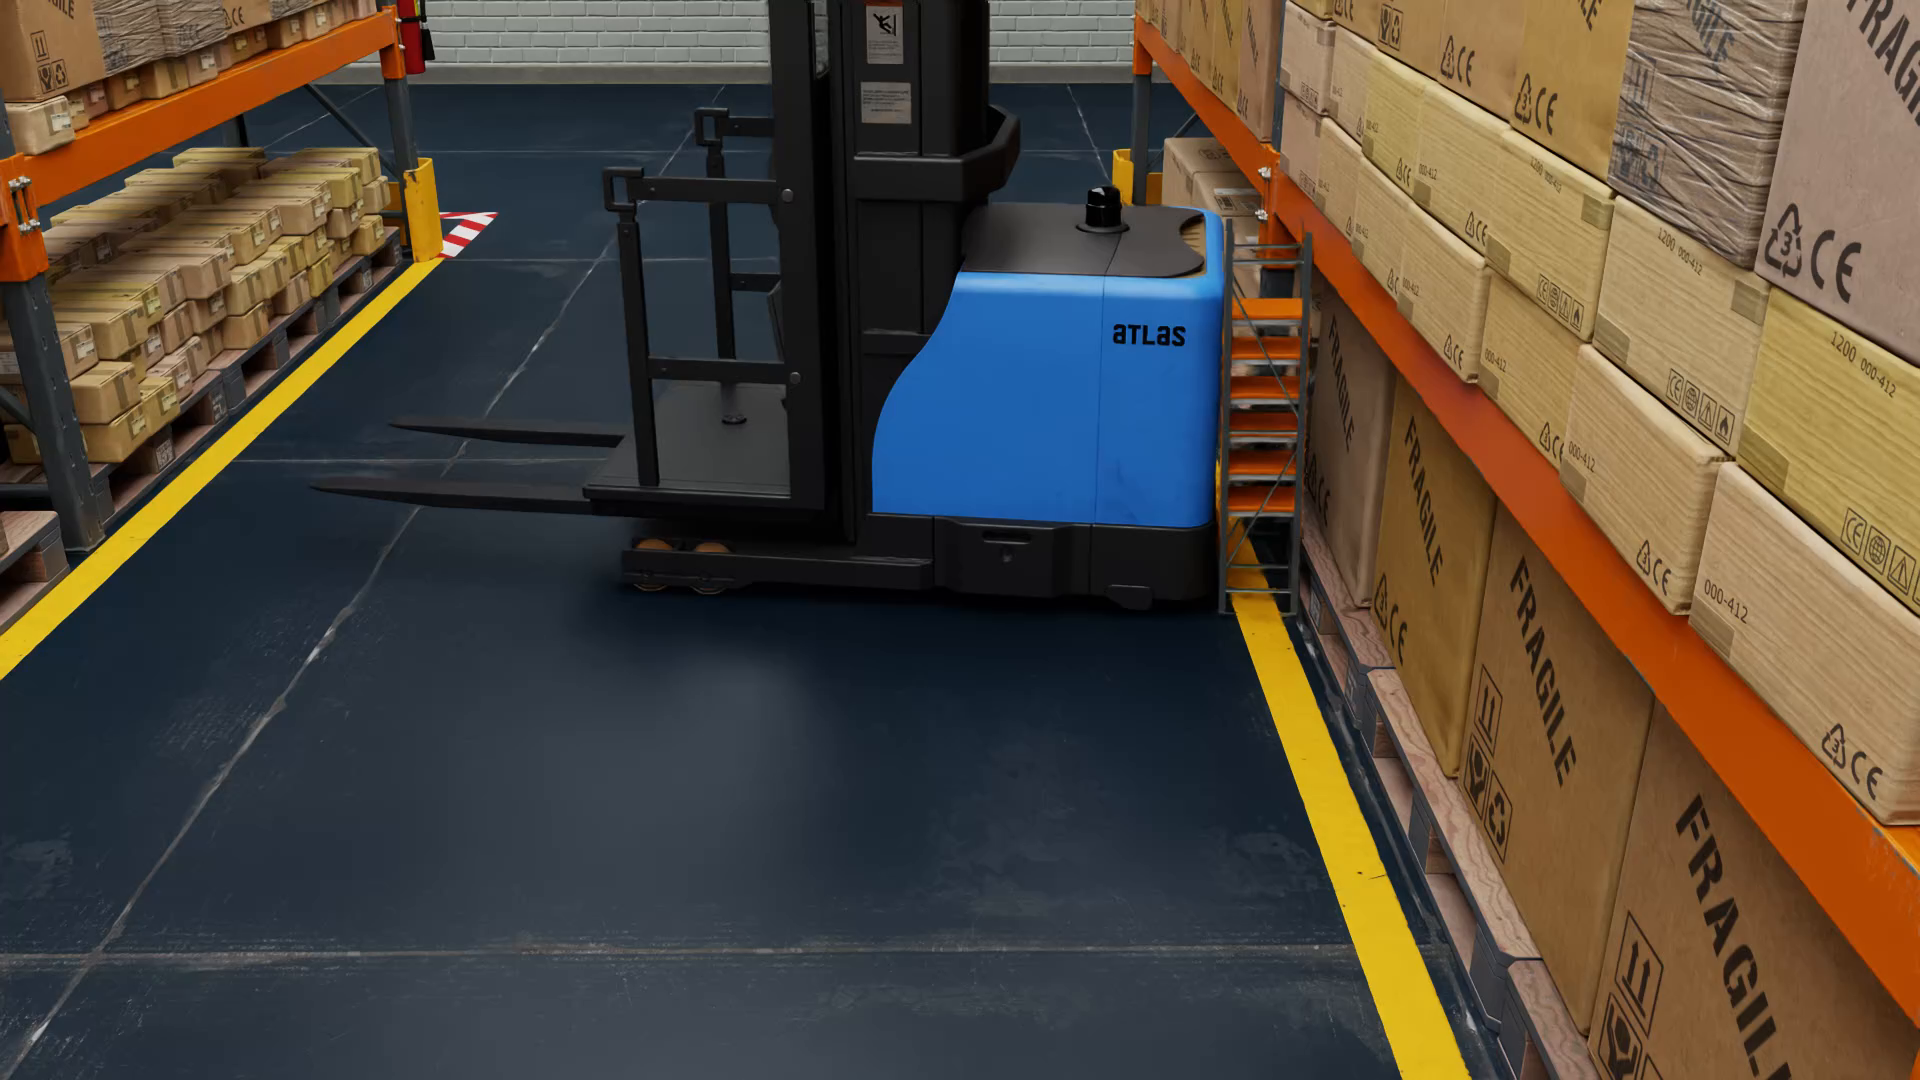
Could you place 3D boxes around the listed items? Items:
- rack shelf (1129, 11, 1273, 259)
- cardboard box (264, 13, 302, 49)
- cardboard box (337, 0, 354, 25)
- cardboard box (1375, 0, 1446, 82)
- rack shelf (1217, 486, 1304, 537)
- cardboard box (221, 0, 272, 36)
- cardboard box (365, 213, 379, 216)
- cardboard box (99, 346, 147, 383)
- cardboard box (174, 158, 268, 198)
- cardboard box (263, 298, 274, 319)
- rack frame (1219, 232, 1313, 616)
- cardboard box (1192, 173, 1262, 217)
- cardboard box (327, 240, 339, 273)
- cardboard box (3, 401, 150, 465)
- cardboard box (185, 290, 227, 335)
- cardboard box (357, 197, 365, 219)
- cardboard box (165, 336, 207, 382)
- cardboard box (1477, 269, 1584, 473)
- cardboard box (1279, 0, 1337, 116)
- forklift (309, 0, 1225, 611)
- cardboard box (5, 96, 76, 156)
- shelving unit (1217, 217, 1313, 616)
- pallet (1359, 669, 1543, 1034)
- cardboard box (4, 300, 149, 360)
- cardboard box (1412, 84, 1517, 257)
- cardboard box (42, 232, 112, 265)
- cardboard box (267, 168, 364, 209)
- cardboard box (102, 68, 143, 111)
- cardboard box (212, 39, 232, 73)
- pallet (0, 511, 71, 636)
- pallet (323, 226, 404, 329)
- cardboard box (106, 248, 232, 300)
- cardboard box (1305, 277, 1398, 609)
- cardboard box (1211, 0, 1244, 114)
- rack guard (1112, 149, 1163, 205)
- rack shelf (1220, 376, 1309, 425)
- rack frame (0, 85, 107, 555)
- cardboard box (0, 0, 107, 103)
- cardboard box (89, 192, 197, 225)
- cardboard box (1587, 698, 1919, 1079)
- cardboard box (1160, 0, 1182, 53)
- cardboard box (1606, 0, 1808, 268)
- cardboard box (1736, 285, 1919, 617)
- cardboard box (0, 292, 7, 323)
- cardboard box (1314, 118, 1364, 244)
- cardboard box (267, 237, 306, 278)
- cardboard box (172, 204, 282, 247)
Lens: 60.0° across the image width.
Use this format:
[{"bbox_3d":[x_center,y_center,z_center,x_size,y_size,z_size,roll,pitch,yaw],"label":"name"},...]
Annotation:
[{"bbox_3d":[1.475,-1.901,7.186,1.077,0.370,4.000,0,24,-1],"label":"rack shelf"},{"bbox_3d":[-3.226,-2.322,7.548,0.380,0.149,0.250,-1,24,-3],"label":"cardboard box"},{"bbox_3d":[-3.244,-2.639,8.249,0.380,0.149,0.250,0,24,-1],"label":"cardboard box"},{"bbox_3d":[1.251,-1.307,3.665,0.500,0.500,0.500,-1,24,-2],"label":"cardboard box"},{"bbox_3d":[0.924,-0.093,5.122,0.258,0.103,0.180,1,24,8],"label":"rack shelf"},{"bbox_3d":[-3.222,-2.359,6.844,0.500,0.500,0.500,1,24,2],"label":"cardboard box"},{"bbox_3d":[-3.281,-1.665,8.742,0.380,0.149,0.250,0,24,0],"label":"cardboard box"},{"bbox_3d":[-3.228,-0.623,6.077,0.380,0.149,0.250,0,24,0],"label":"cardboard box"},{"bbox_3d":[-3.706,-1.822,8.366,0.380,0.149,0.250,0,24,0],"label":"cardboard box"},{"bbox_3d":[-3.268,-1.027,7.330,0.380,0.149,0.250,0,24,1],"label":"cardboard box"},{"bbox_3d":[0.899,-0.317,4.926,0.240,1.200,0.006,1,24,8],"label":"rack frame"},{"bbox_3d":[1.579,-1.428,7.867,0.875,0.438,0.875,0,24,1],"label":"cardboard box"},{"bbox_3d":[-3.244,-1.349,8.042,0.380,0.149,0.250,0,24,0],"label":"cardboard box"},{"bbox_3d":[-3.134,-0.384,5.910,0.380,0.149,0.250,-1,24,-3],"label":"cardboard box"},{"bbox_3d":[-3.246,-0.948,6.795,0.380,0.149,0.250,1,24,2],"label":"cardboard box"},{"bbox_3d":[-3.255,-1.693,8.441,0.380,0.149,0.250,-1,24,-2],"label":"cardboard box"},{"bbox_3d":[-3.244,-0.701,6.609,0.380,0.149,0.250,-1,24,-2],"label":"cardboard box"},{"bbox_3d":[1.265,-0.313,2.984,0.500,0.250,0.500,0,24,-1],"label":"cardboard box"},{"bbox_3d":[1.220,-1.381,4.740,0.500,0.250,0.500,-1,24,-2],"label":"cardboard box"},{"bbox_3d":[-0.657,-1.370,5.223,3.031,2.935,1.130,3,25,7],"label":"forklift"},{"bbox_3d":[-3.127,-1.344,5.387,0.380,0.149,0.250,1,24,1],"label":"cardboard box"},{"bbox_3d":[0.911,-0.354,5.009,0.258,1.200,0.189,1,24,8],"label":"shelving unit"},{"bbox_3d":[1.597,0.688,3.973,1.003,0.211,1.213,0,24,-1],"label":"pallet"},{"bbox_3d":[-3.192,-0.761,6.020,0.380,0.149,0.250,1,24,2],"label":"cardboard box"},{"bbox_3d":[1.240,-0.750,3.344,0.500,0.250,0.500,-1,24,-2],"label":"cardboard box"},{"bbox_3d":[-3.803,-1.187,6.962,0.380,0.149,0.250,-1,24,-2],"label":"cardboard box"},{"bbox_3d":[-3.161,-1.725,8.153,0.380,0.149,0.250,-1,24,-2],"label":"cardboard box"},{"bbox_3d":[-3.257,-1.672,6.112,0.380,0.149,0.250,-1,24,-3],"label":"cardboard box"},{"bbox_3d":[-3.240,-1.997,6.830,0.380,0.149,0.250,1,24,1],"label":"cardboard box"},{"bbox_3d":[-3.441,0.251,4.939,1.003,0.211,1.213,0,24,-1],"label":"pallet"},{"bbox_3d":[-3.521,-1.352,8.483,1.003,0.211,1.213,0,24,-1],"label":"pallet"},{"bbox_3d":[-3.190,-1.077,6.720,0.380,0.149,0.250,0,24,1],"label":"cardboard box"},{"bbox_3d":[1.584,-0.373,5.003,0.875,0.875,0.875,0,24,1],"label":"cardboard box"},{"bbox_3d":[1.226,-1.852,6.083,0.500,0.500,0.500,-1,24,-2],"label":"cardboard box"},{"bbox_3d":[1.453,-1.924,9.397,1.175,0.500,0.348,0,24,-1],"label":"rack guard"},{"bbox_3d":[0.908,-0.423,4.979,0.258,0.103,0.180,1,24,8],"label":"rack shelf"},{"bbox_3d":[-3.451,-1.341,5.074,1.000,3.000,0.127,0,24,-1],"label":"rack frame"},{"bbox_3d":[-3.205,-1.727,5.446,0.500,0.500,0.500,-1,24,-2],"label":"cardboard box"},{"bbox_3d":[-3.752,-1.501,7.657,0.380,0.149,0.250,1,24,2],"label":"cardboard box"},{"bbox_3d":[1.616,0.736,2.552,0.875,0.875,0.875,0,24,-1],"label":"cardboard box"},{"bbox_3d":[1.193,-2.481,7.475,0.500,0.500,0.500,0,24,-1],"label":"cardboard box"},{"bbox_3d":[1.260,-0.681,2.280,0.500,0.500,0.500,0,24,0],"label":"cardboard box"},{"bbox_3d":[1.282,-0.114,1.938,0.500,0.250,0.500,0,24,-1],"label":"cardboard box"},{"bbox_3d":[-3.768,-0.857,6.233,0.380,0.149,0.250,0,24,-1],"label":"cardboard box"},{"bbox_3d":[1.245,-0.940,4.371,0.500,0.250,0.500,-1,24,-2],"label":"cardboard box"},{"bbox_3d":[-3.194,-1.267,7.501,0.380,0.149,0.250,1,24,2],"label":"cardboard box"},{"bbox_3d":[-3.271,-1.399,7.431,0.380,0.149,0.250,-1,24,-2],"label":"cardboard box"}]
